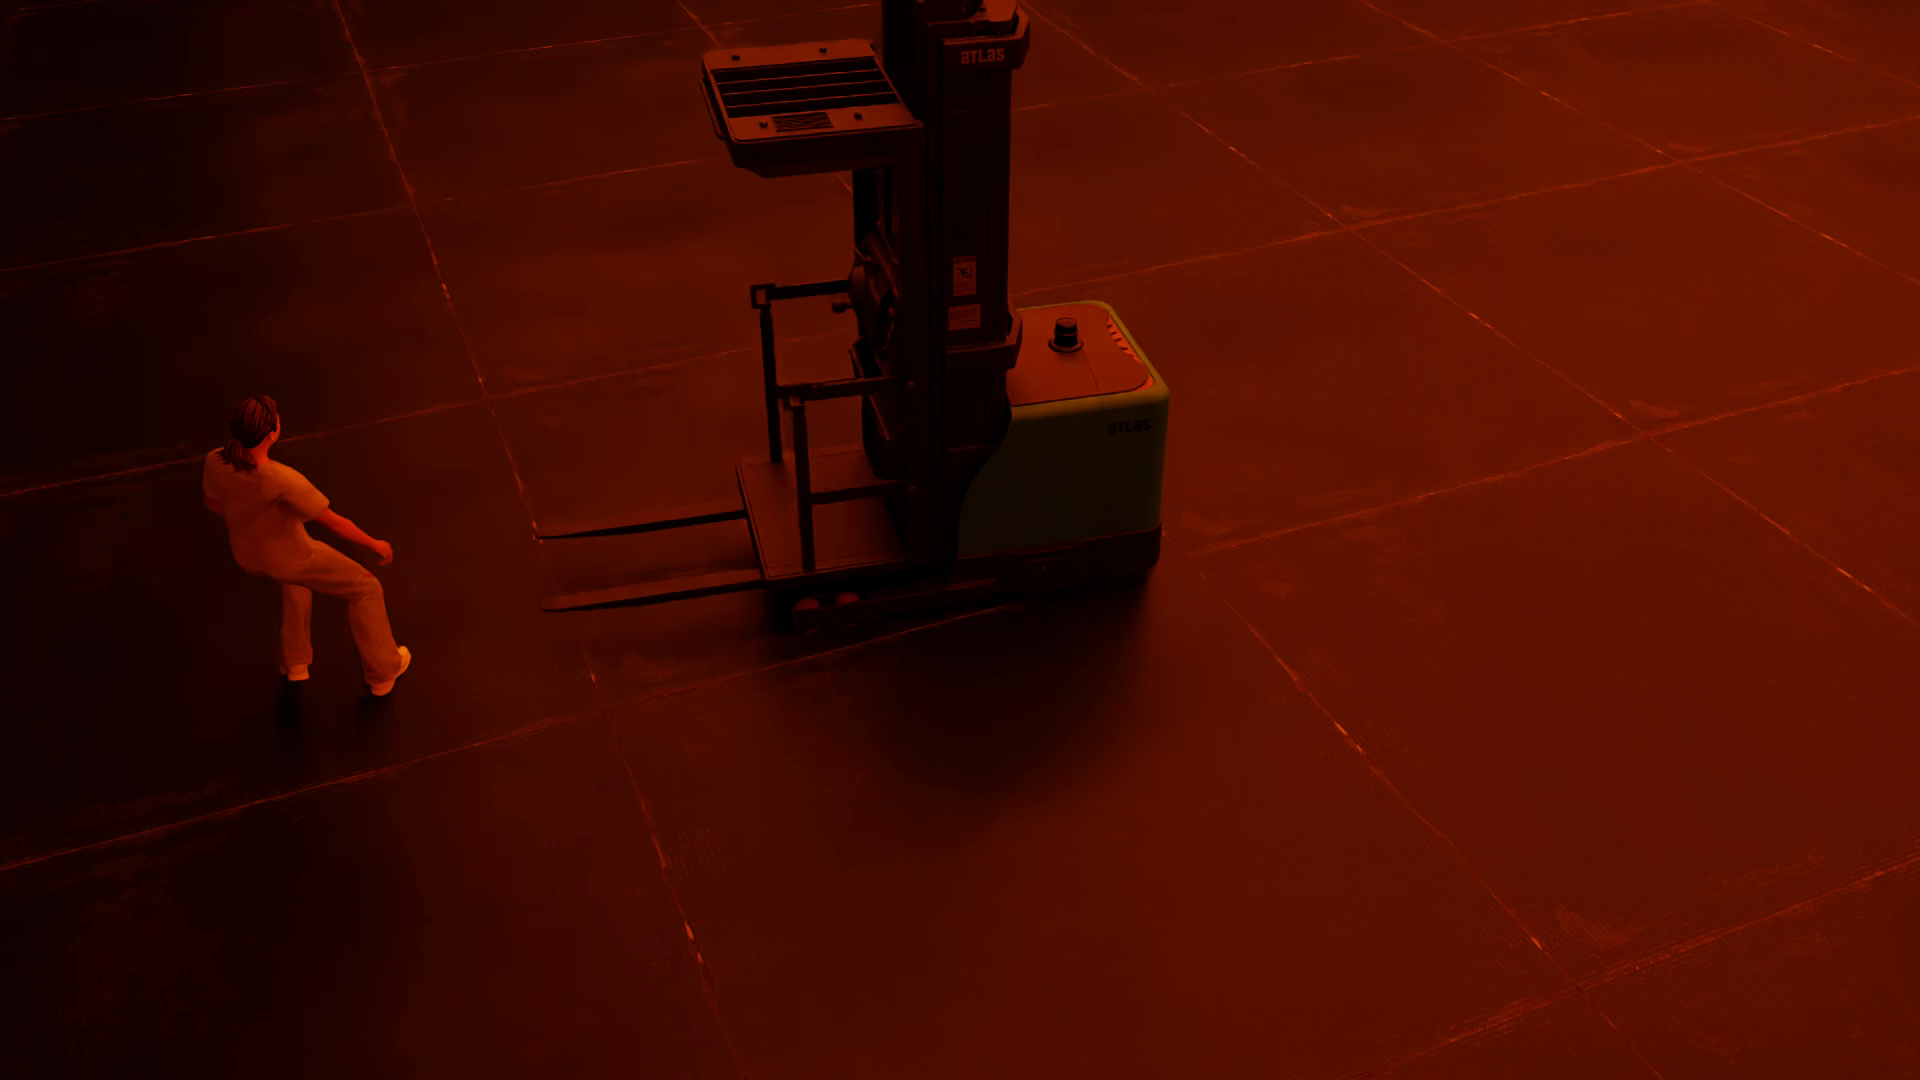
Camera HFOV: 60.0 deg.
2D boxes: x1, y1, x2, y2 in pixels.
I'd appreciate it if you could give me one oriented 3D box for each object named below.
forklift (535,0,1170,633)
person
[{"bbox_3d":[-0.574,-1.084,7.623,3.031,2.935,1.130,-8,36,-11],"label":"forklift"},{"bbox_3d":[-2.869,0.019,7.244,0.717,1.573,0.522,9,36,13],"label":"person"}]
